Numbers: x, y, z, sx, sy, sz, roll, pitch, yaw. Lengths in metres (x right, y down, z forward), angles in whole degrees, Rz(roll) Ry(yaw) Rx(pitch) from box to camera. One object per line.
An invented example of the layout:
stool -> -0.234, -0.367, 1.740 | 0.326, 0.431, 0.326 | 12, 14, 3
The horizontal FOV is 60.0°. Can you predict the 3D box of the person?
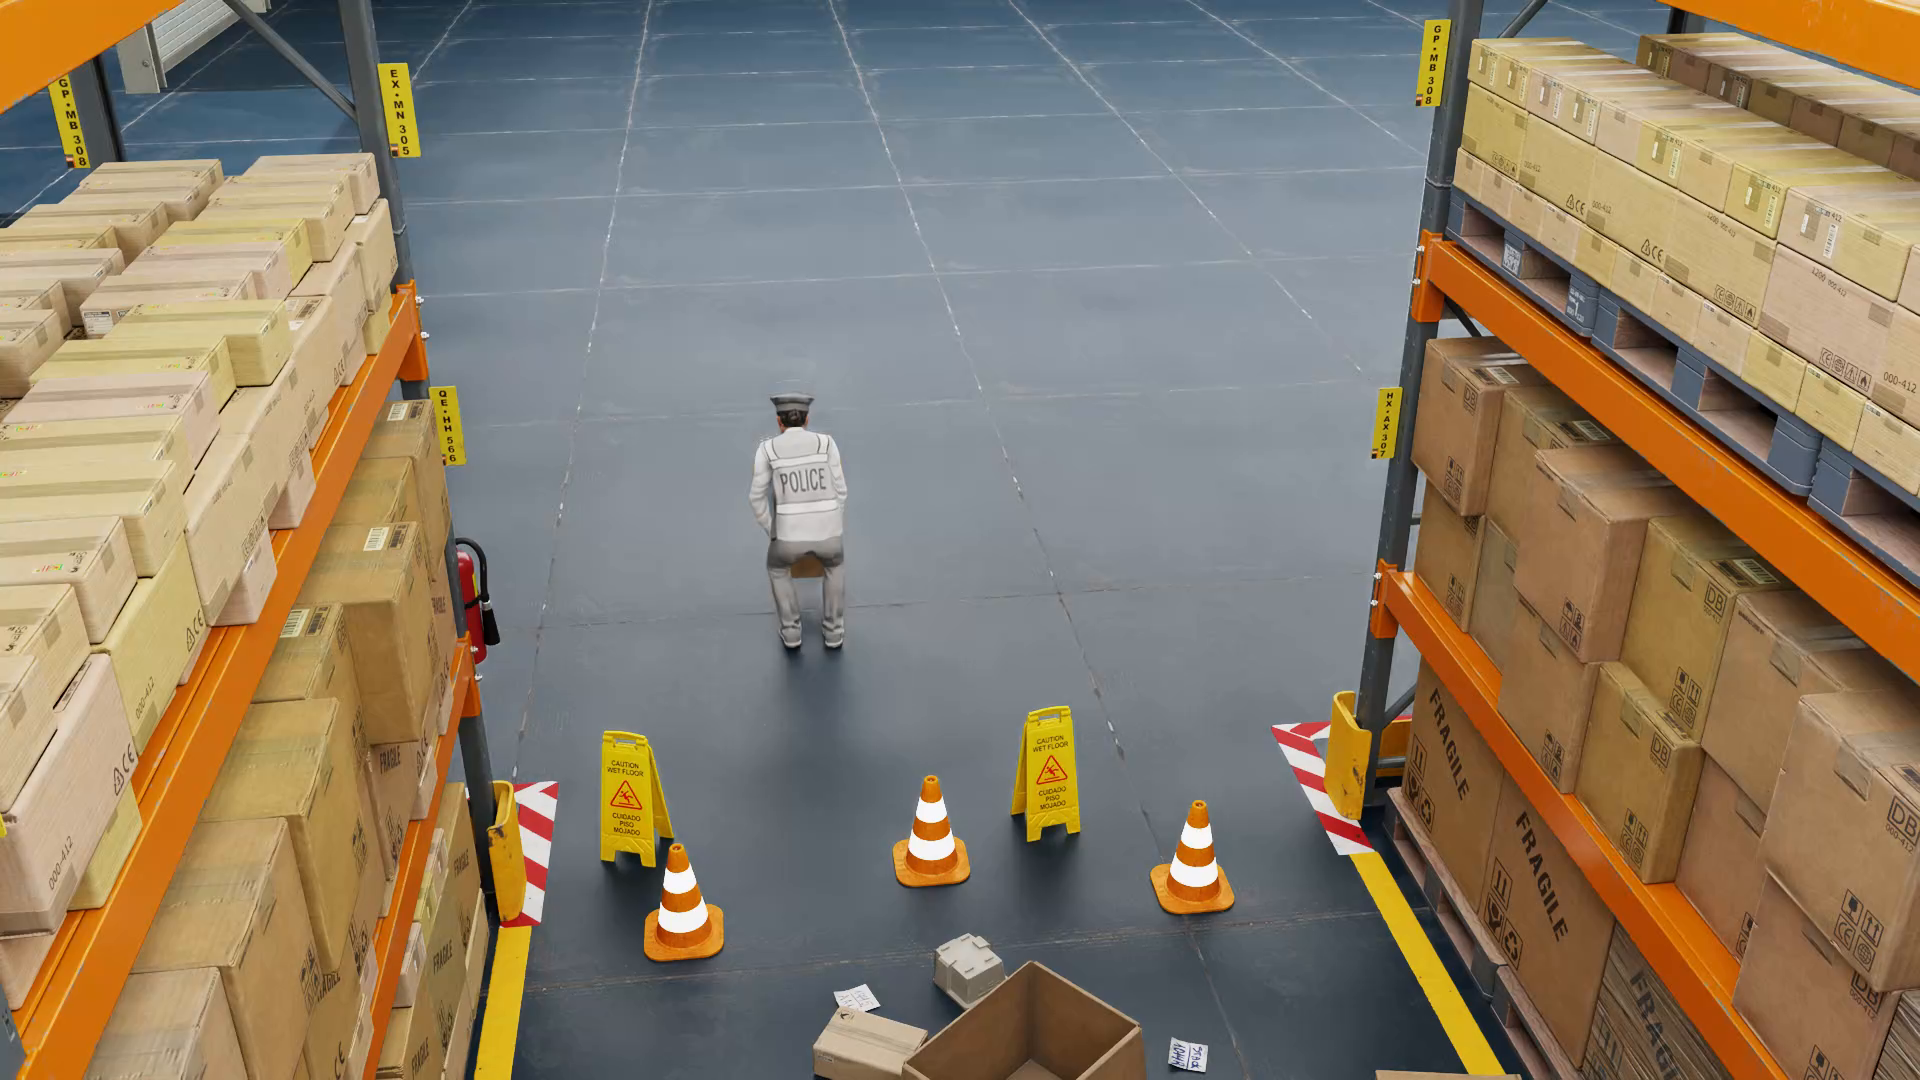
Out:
person -> -0.875, -0.088, 9.082 | 0.535, 1.404, 0.691 | -4, 28, -7
